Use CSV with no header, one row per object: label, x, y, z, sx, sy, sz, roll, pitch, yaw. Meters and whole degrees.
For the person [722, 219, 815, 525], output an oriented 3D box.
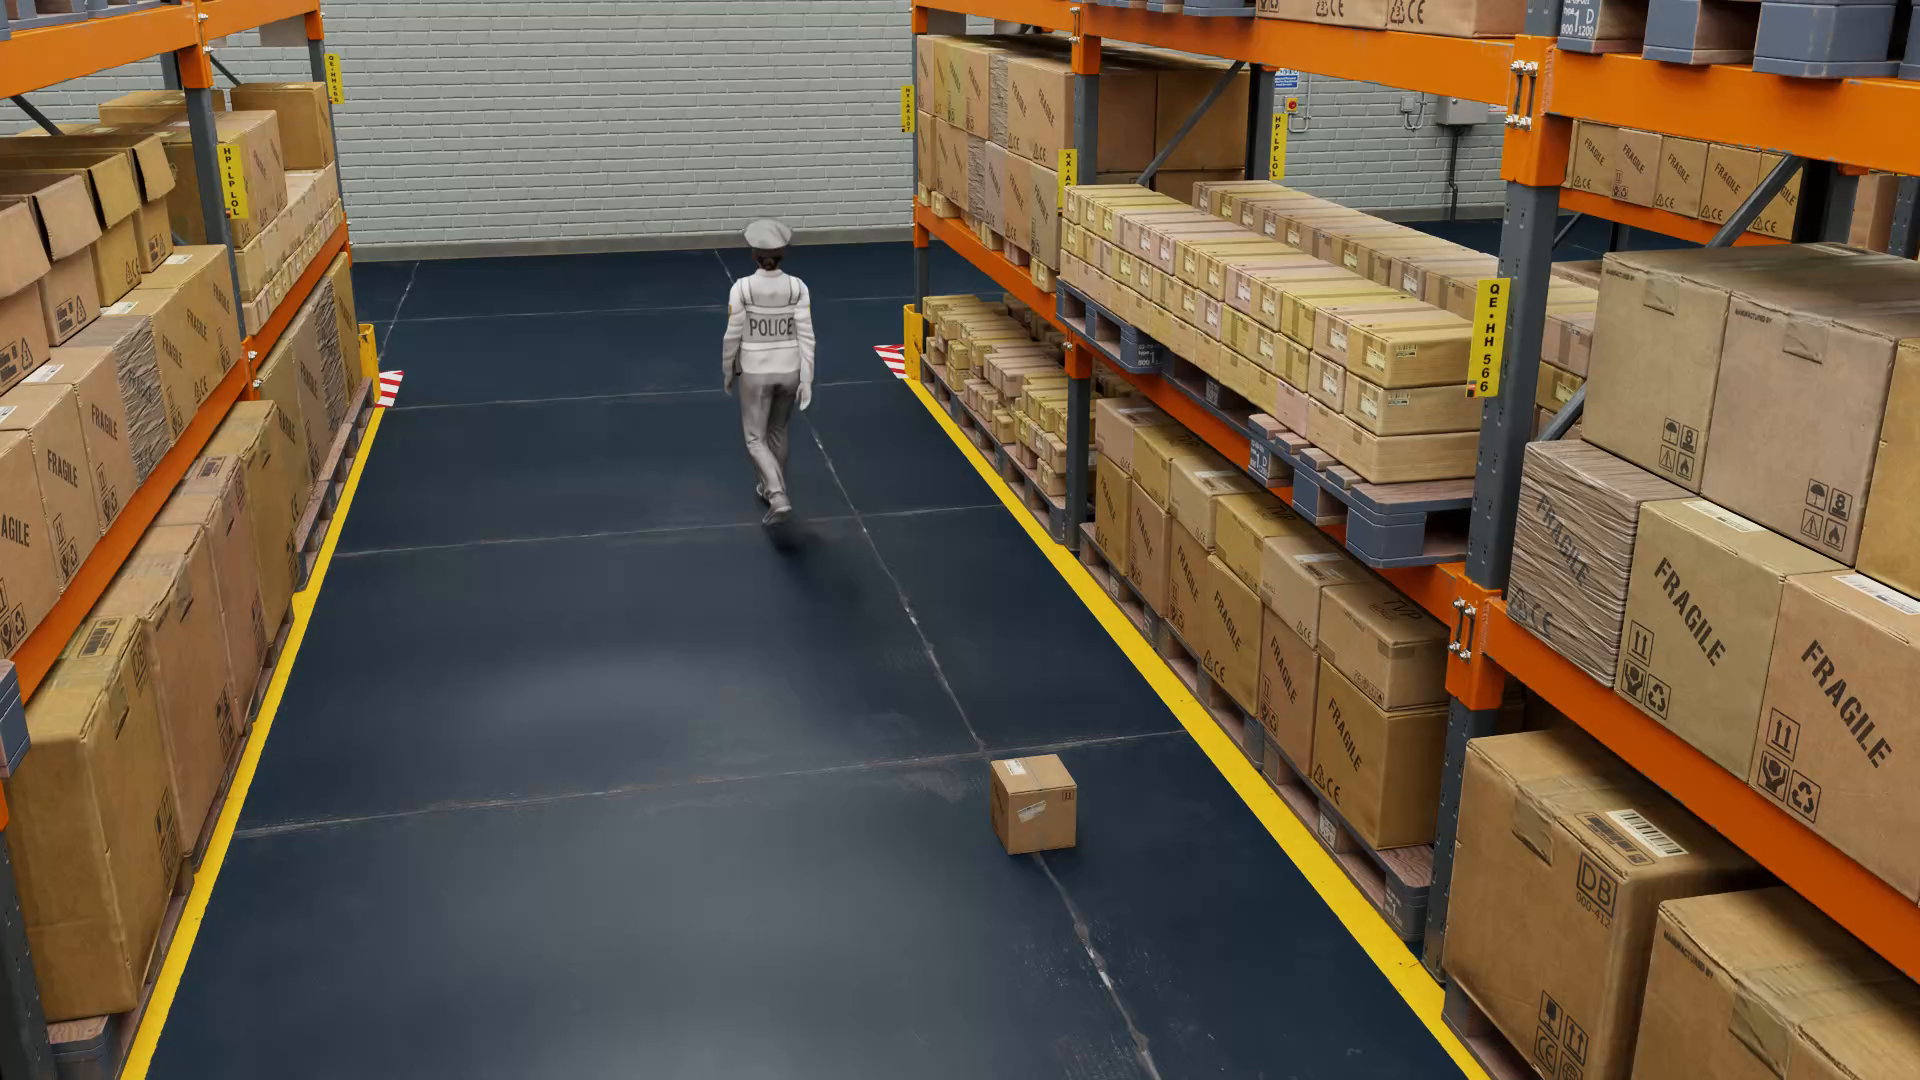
person,-1.031,-0.905,9.021,0.477,1.645,0.949,-8,21,-21
